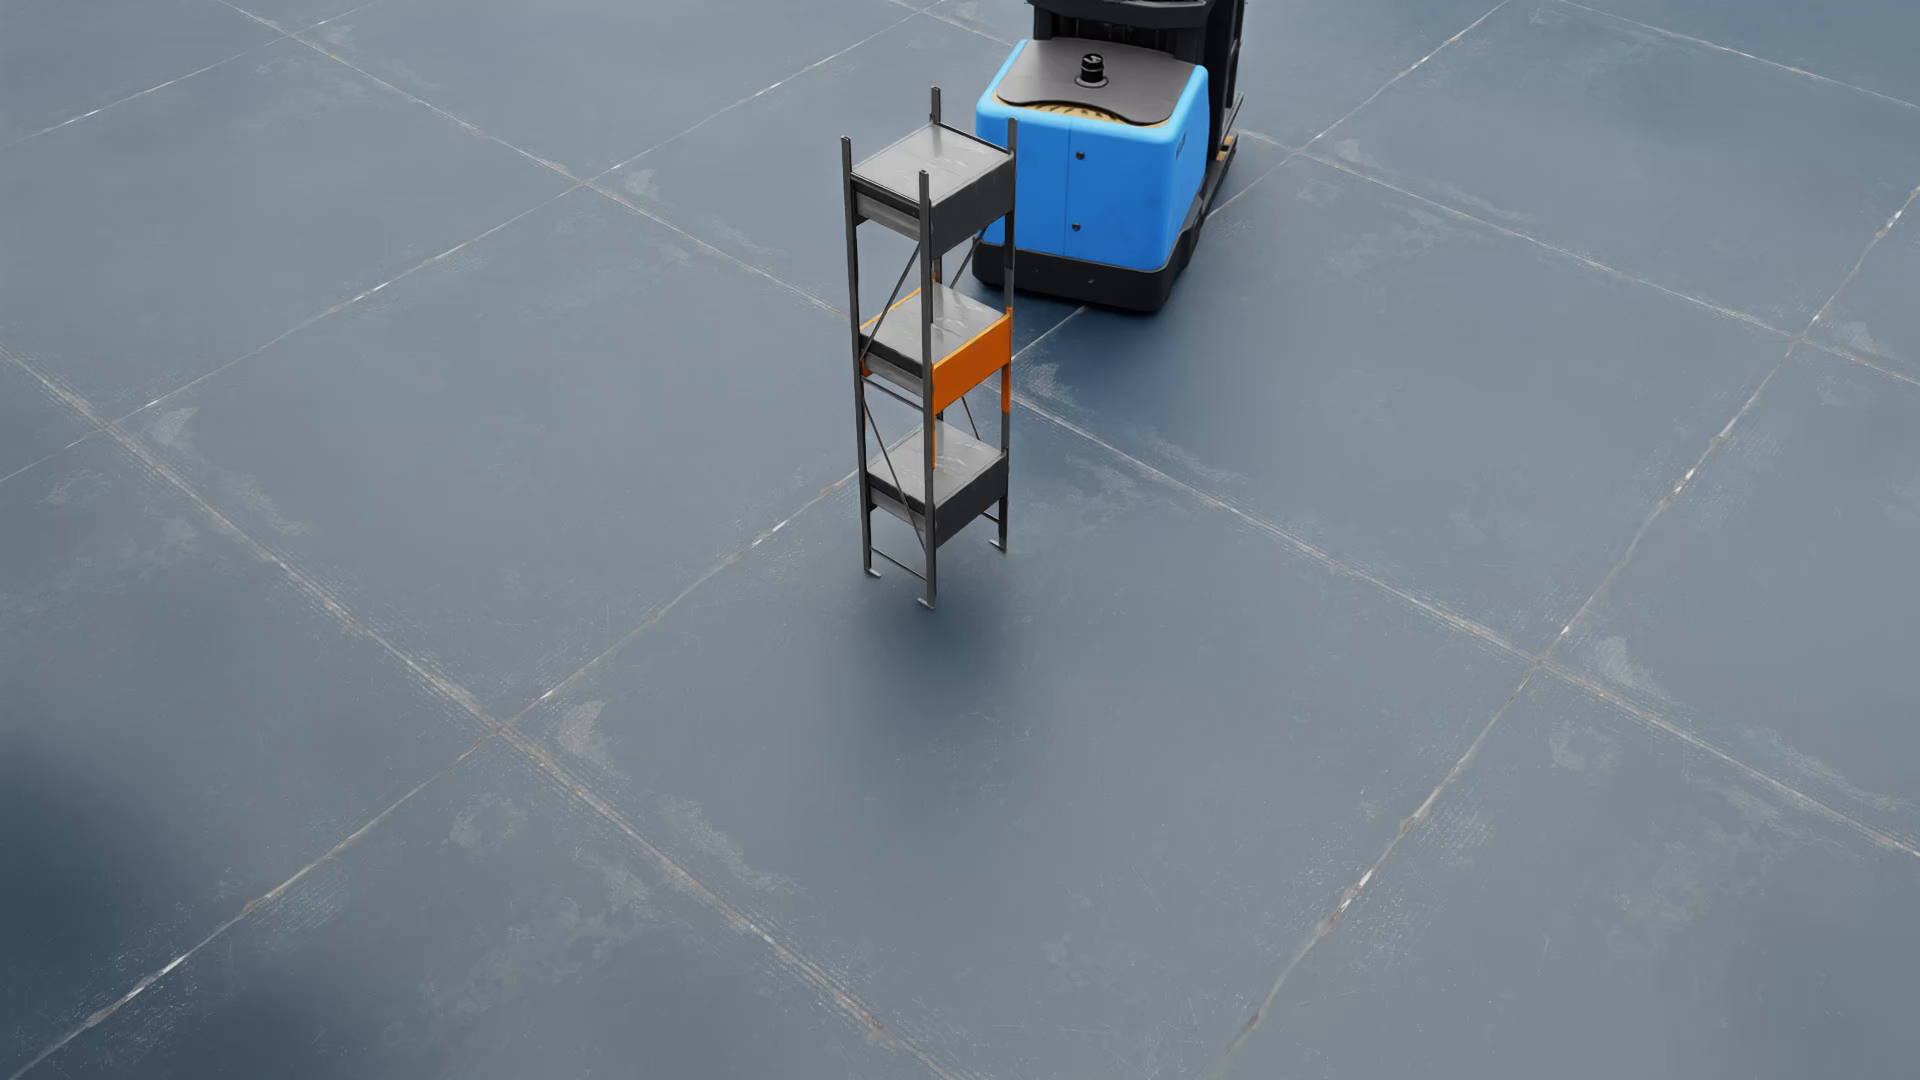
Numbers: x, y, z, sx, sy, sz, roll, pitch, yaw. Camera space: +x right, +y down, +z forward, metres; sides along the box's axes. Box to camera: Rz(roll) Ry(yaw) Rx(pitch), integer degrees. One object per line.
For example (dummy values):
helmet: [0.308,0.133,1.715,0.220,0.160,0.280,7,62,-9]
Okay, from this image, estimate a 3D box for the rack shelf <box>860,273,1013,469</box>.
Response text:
rack shelf: [-0.107,-0.682,6.641,0.431,0.518,0.480,29,50,28]

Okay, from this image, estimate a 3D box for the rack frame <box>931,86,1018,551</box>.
rack frame: [0.050,-0.817,6.770,0.400,2.100,0.015,29,50,28]

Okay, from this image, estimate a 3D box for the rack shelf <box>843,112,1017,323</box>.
rack shelf: [-0.107,-1.199,6.170,0.431,0.518,0.480,29,50,28]

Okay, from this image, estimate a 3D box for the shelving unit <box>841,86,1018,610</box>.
shelving unit: [-0.107,-0.692,6.632,0.431,2.100,0.503,29,50,28]

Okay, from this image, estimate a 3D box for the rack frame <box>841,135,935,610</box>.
rack frame: [-0.264,-0.566,6.494,0.400,2.100,0.015,29,50,28]

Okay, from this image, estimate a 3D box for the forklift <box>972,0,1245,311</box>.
forklift: [1.013,-3.278,8.858,1.130,2.935,3.031,13,44,14]

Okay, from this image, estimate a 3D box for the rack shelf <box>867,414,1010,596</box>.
rack shelf: [-0.107,-0.164,7.112,0.431,0.518,0.480,29,50,28]
